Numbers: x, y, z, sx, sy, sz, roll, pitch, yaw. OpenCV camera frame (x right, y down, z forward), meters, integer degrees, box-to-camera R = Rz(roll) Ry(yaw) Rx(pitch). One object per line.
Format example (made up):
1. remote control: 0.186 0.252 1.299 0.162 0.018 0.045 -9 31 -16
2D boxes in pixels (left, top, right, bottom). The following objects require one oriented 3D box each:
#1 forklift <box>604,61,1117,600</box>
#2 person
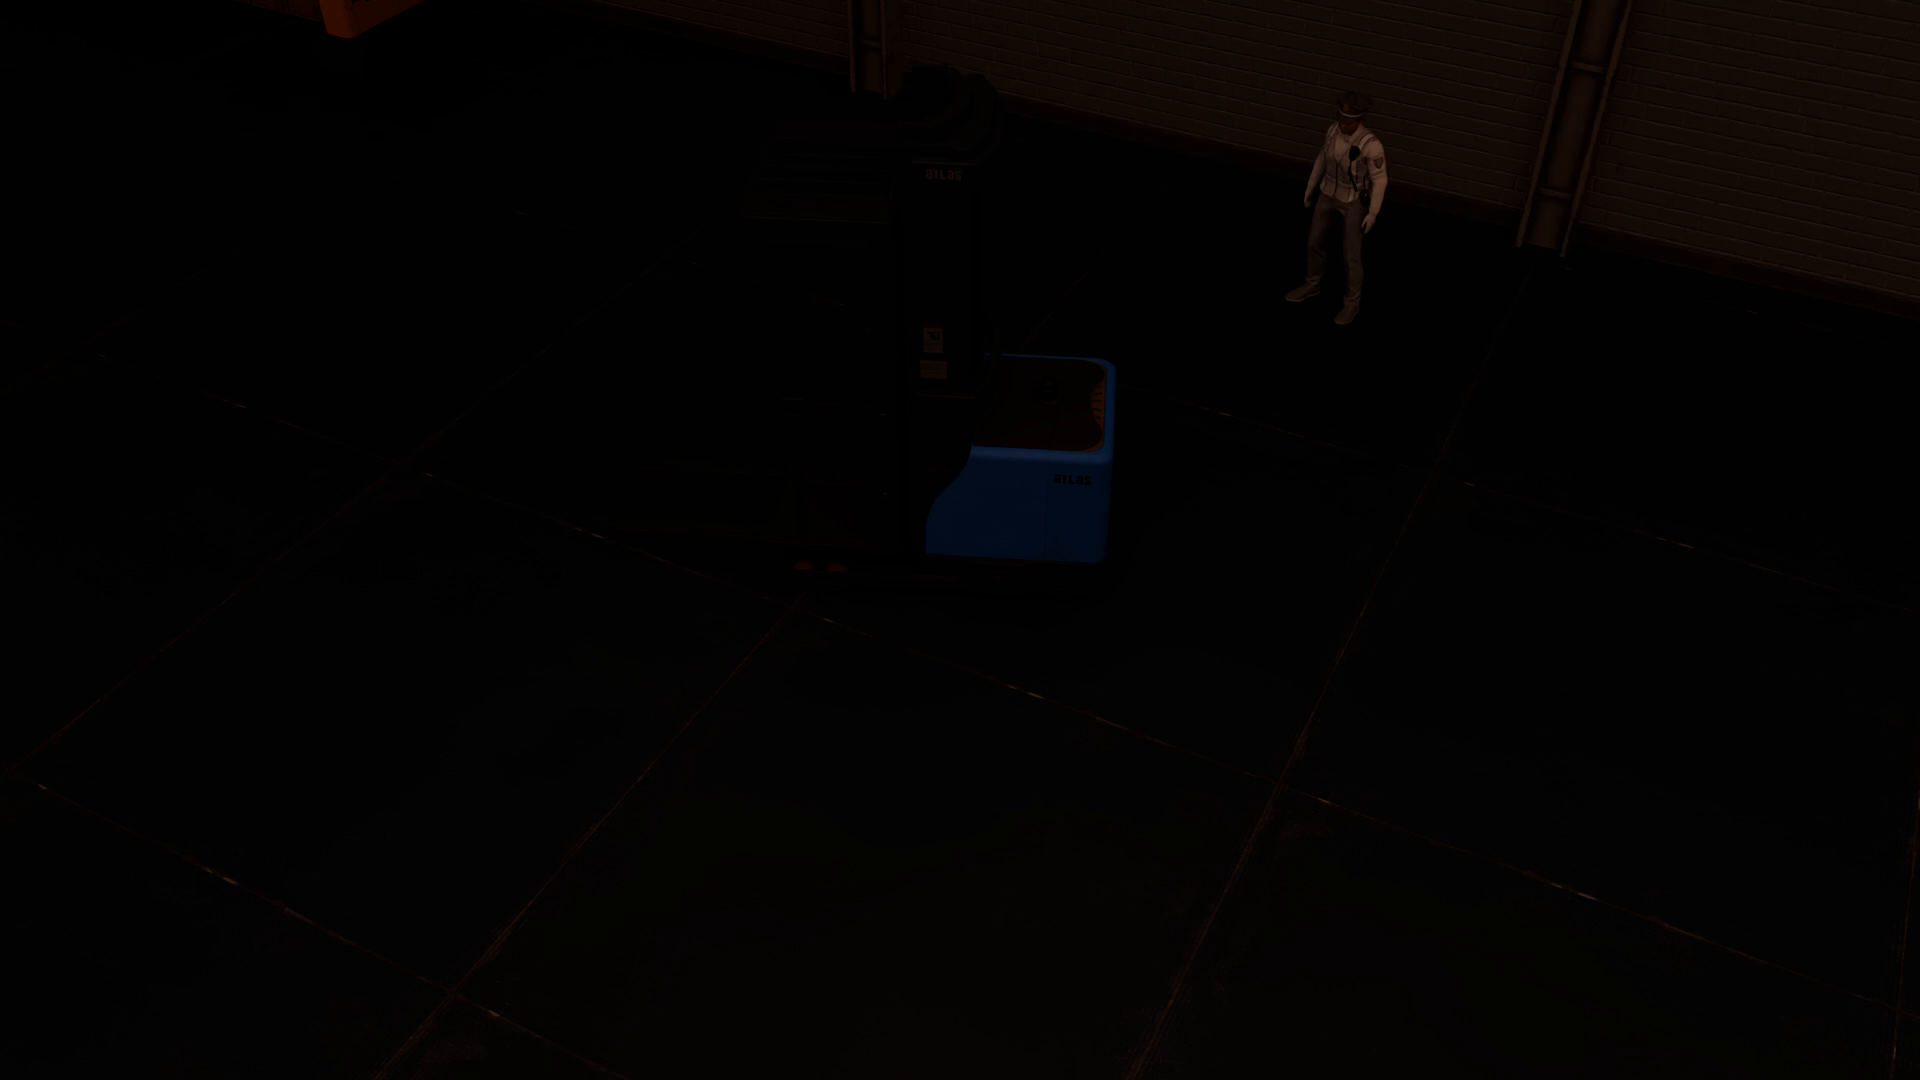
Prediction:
1. forklift: -0.606 -1.157 9.360 3.031 2.935 1.130 3 40 4
2. person: 2.709 -2.398 11.823 0.388 1.665 0.614 -31 49 -31
